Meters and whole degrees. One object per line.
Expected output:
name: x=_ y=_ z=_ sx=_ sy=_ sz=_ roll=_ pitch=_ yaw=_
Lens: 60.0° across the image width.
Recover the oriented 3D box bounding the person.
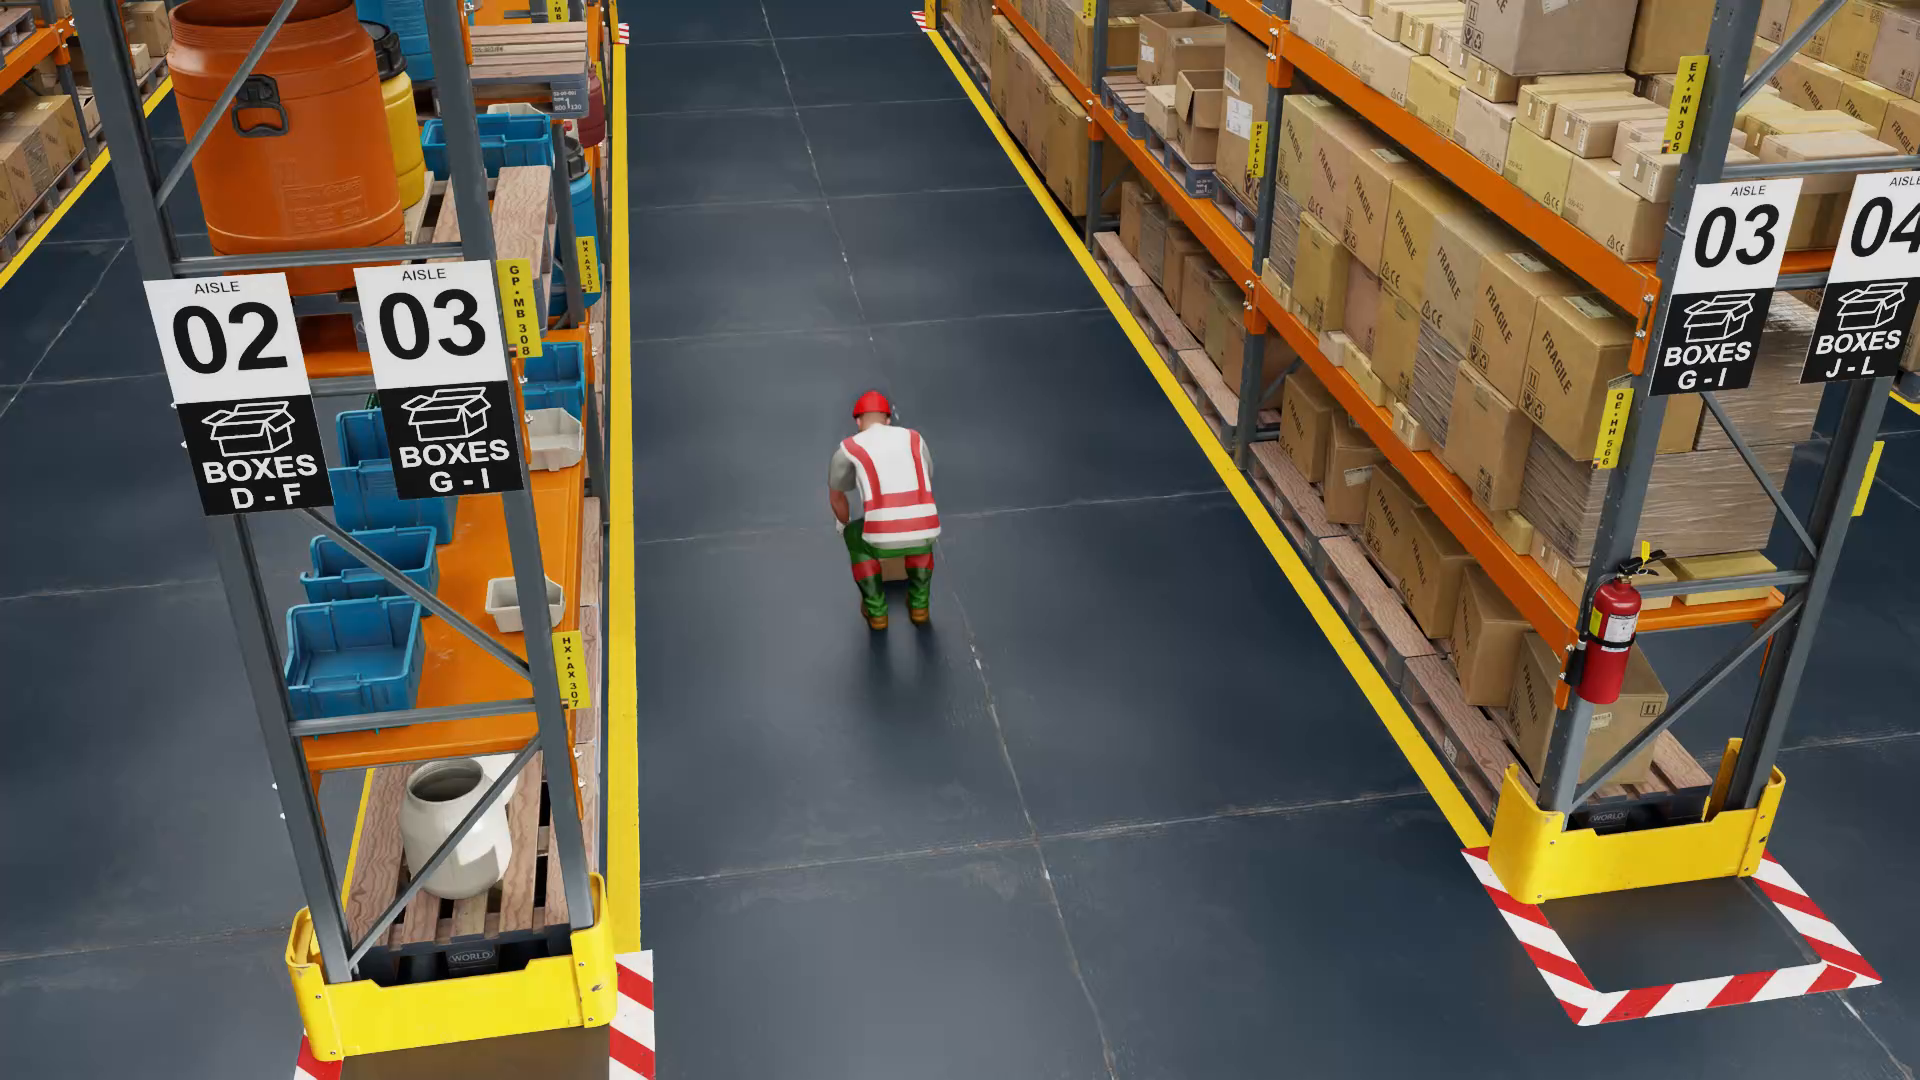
person: x=-0.404 y=-0.135 z=8.958 sx=0.580 sy=1.172 sz=0.852 roll=-5 pitch=31 yaw=-9
